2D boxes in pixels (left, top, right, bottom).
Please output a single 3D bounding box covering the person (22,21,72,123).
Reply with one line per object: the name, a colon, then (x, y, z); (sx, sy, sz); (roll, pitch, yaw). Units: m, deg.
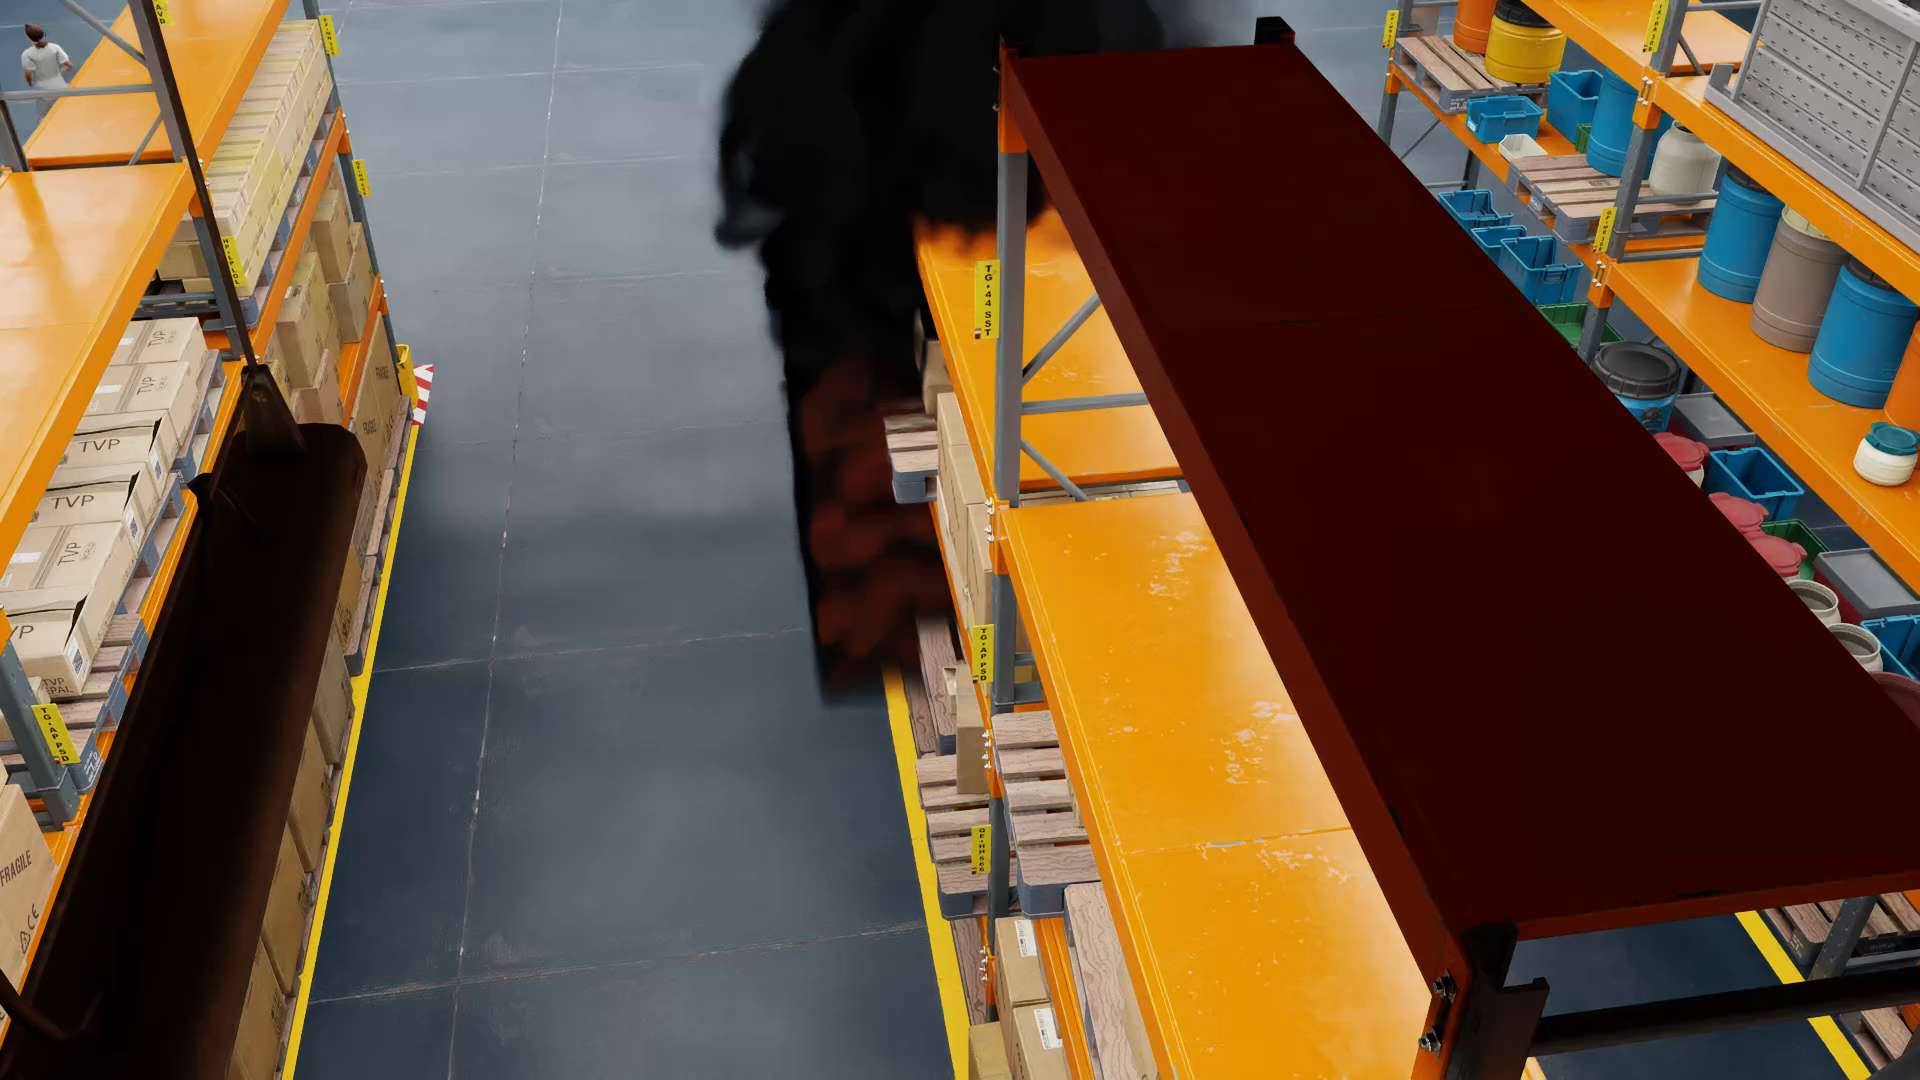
person: (-10.400, -5.146, 19.086); (0.593, 1.618, 0.561); (24, 43, 29)
